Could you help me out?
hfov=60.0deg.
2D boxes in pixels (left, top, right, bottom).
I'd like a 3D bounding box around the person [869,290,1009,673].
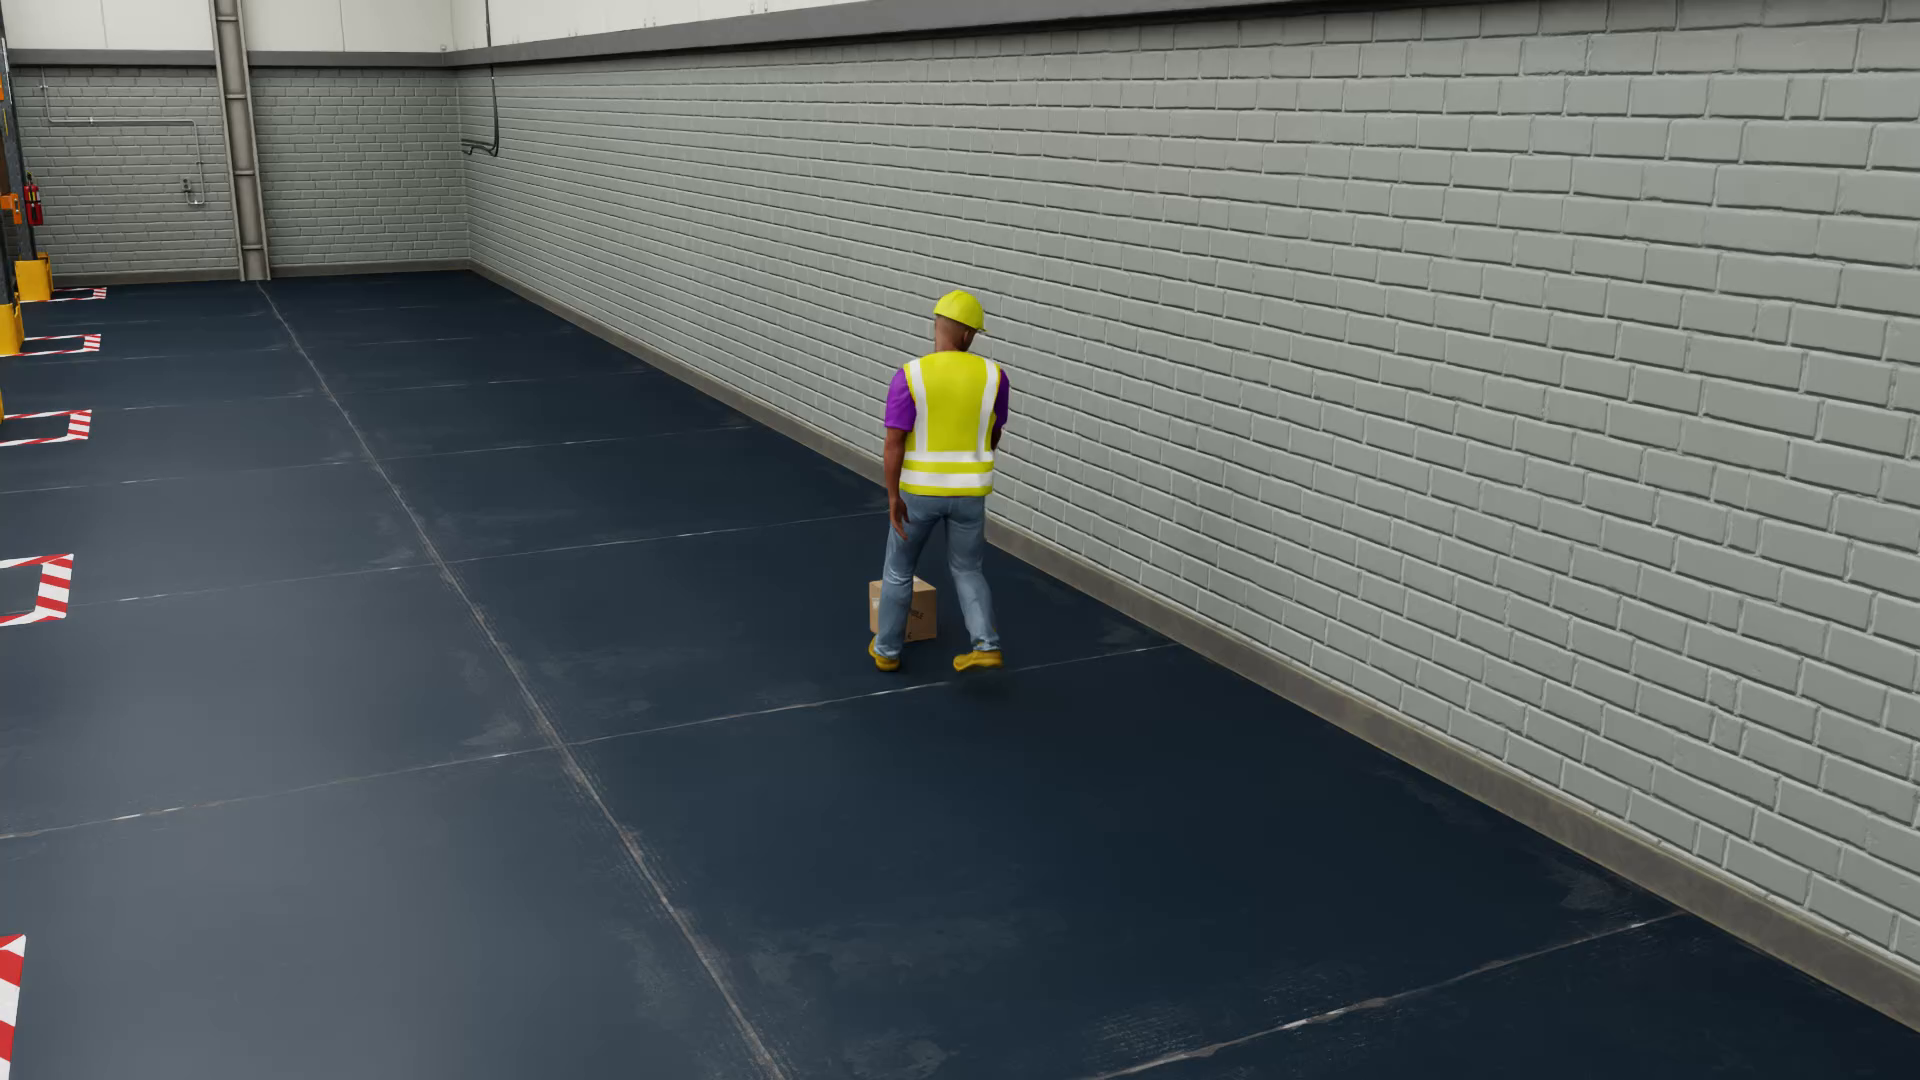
[{"bbox_3d":[-0.076,-0.226,7.315,0.586,1.730,0.792,-3,15,-12],"label":"person"}]
